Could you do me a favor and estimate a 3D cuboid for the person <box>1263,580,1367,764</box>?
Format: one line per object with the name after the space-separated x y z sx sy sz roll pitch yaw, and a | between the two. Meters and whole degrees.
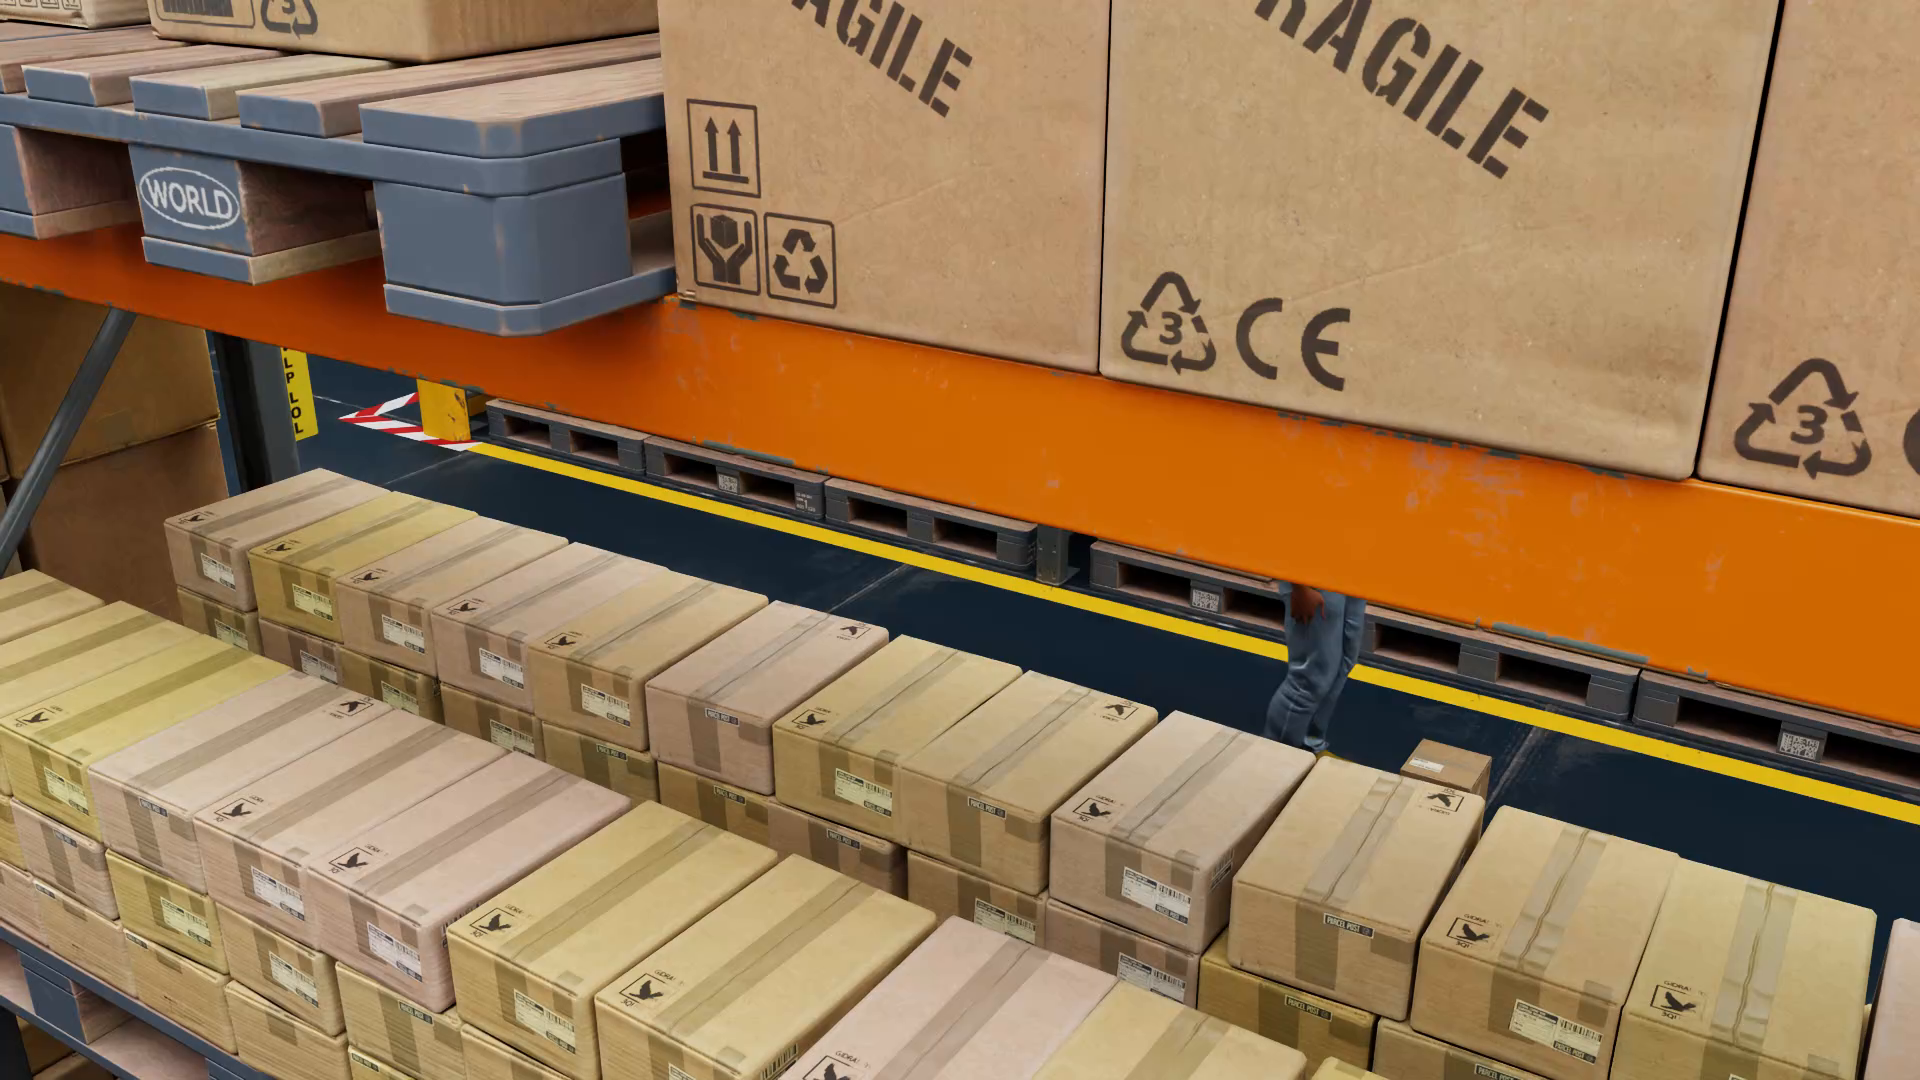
1.287 0.092 5.860 0.366 1.768 0.567 14 27 30 | person
